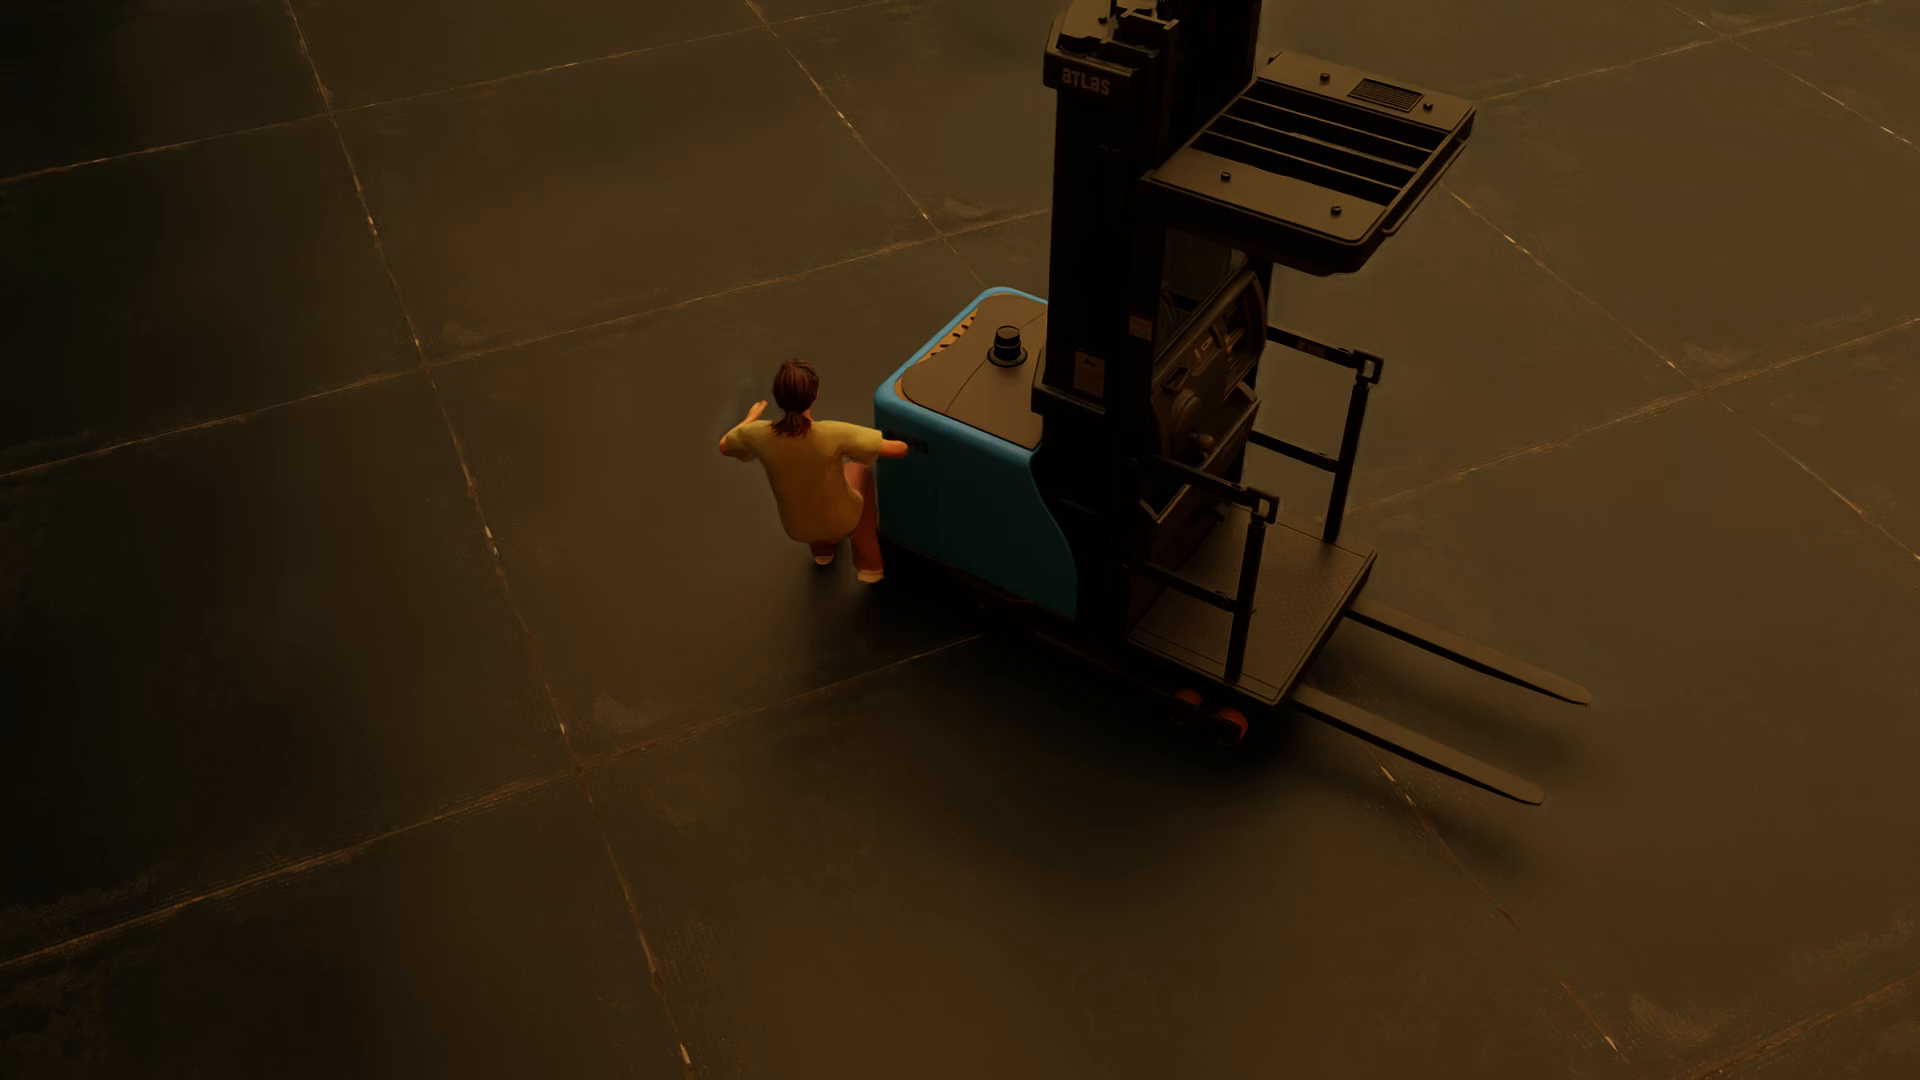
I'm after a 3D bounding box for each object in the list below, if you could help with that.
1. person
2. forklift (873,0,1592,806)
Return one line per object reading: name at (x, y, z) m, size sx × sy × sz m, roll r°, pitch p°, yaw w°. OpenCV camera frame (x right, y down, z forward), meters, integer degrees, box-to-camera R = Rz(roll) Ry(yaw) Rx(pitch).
person at (-0.607, -0.314, 7.131) m, size 0.790 × 1.438 × 0.830 m, roll -2°, pitch 43°, yaw -2°
forklift at (1.140, -0.635, 6.360) m, size 3.031 × 2.935 × 1.130 m, roll 24°, pitch 48°, yaw 23°
